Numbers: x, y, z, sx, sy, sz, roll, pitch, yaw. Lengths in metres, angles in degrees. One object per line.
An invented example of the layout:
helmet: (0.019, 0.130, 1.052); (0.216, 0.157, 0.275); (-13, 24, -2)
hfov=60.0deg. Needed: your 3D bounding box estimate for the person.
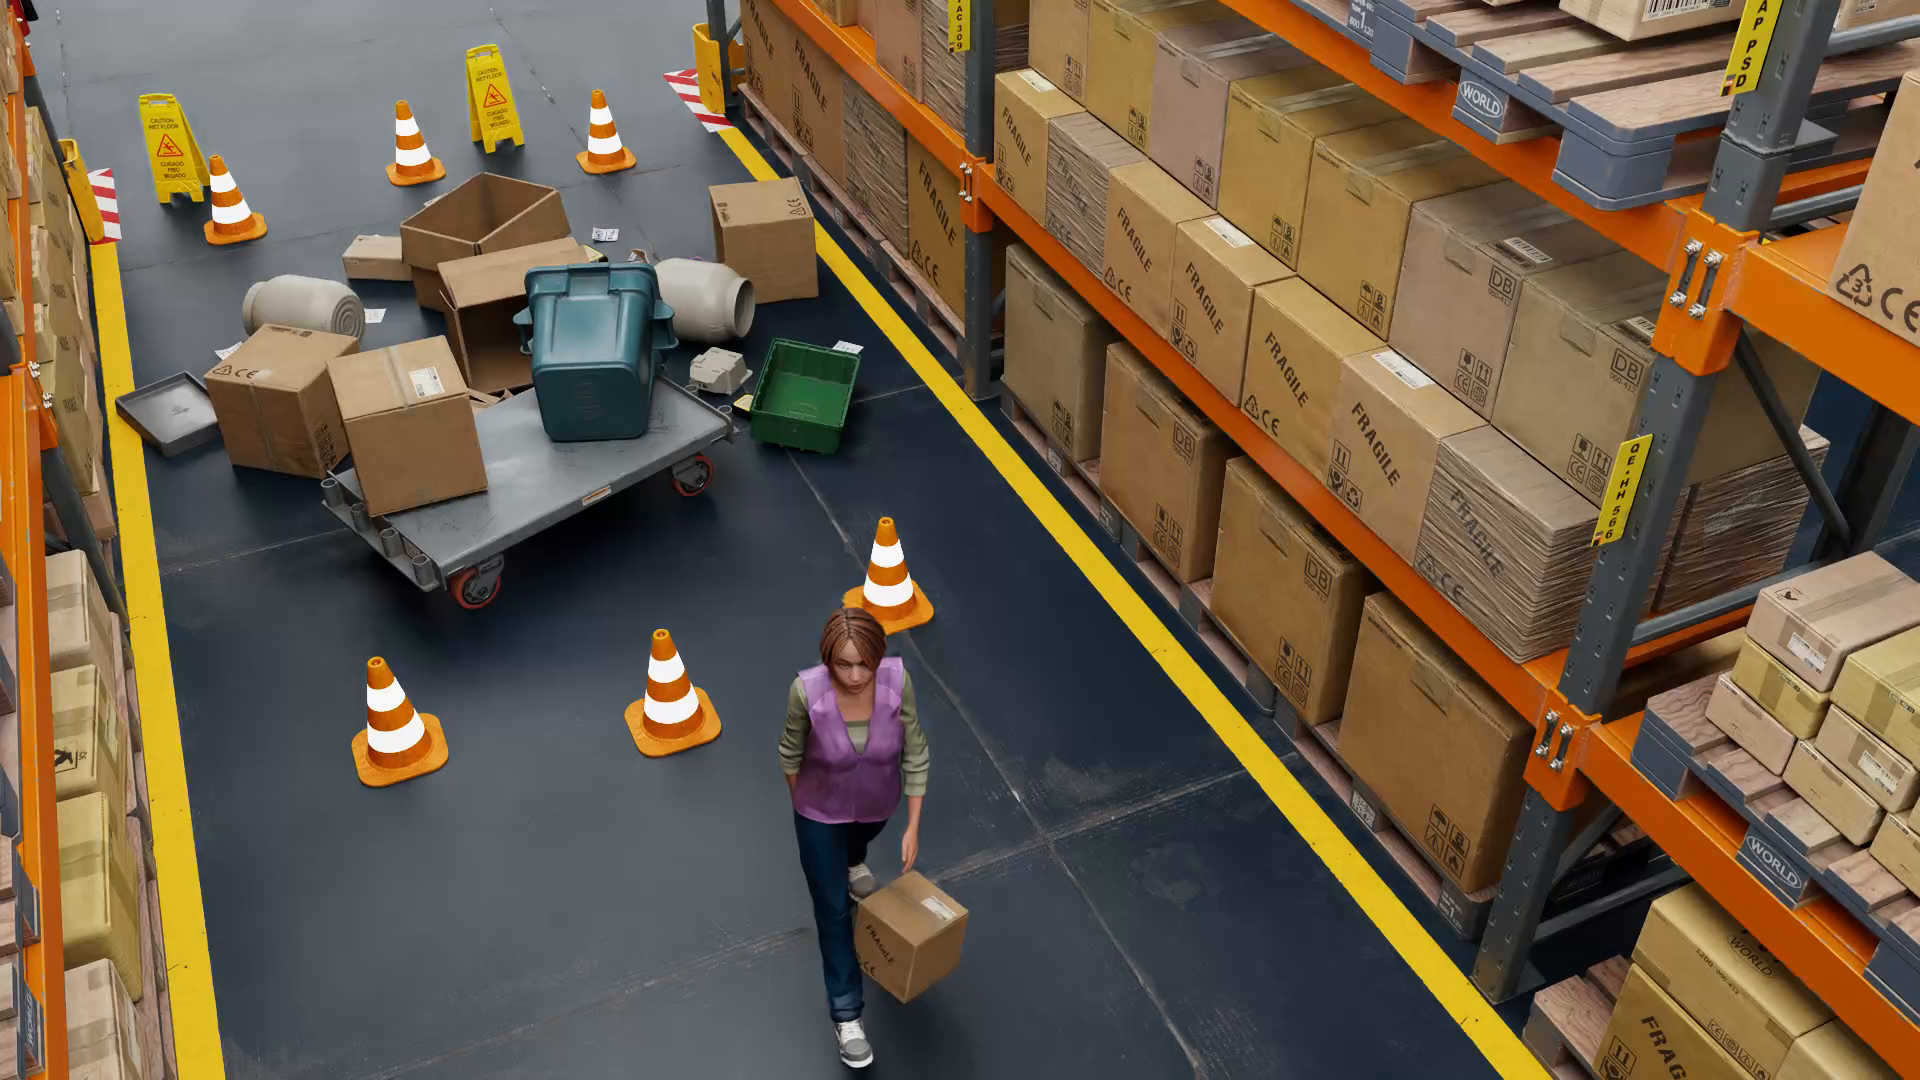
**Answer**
person: (-0.321, 0.802, 5.134); (0.432, 1.533, 0.954); (-11, 39, -14)
